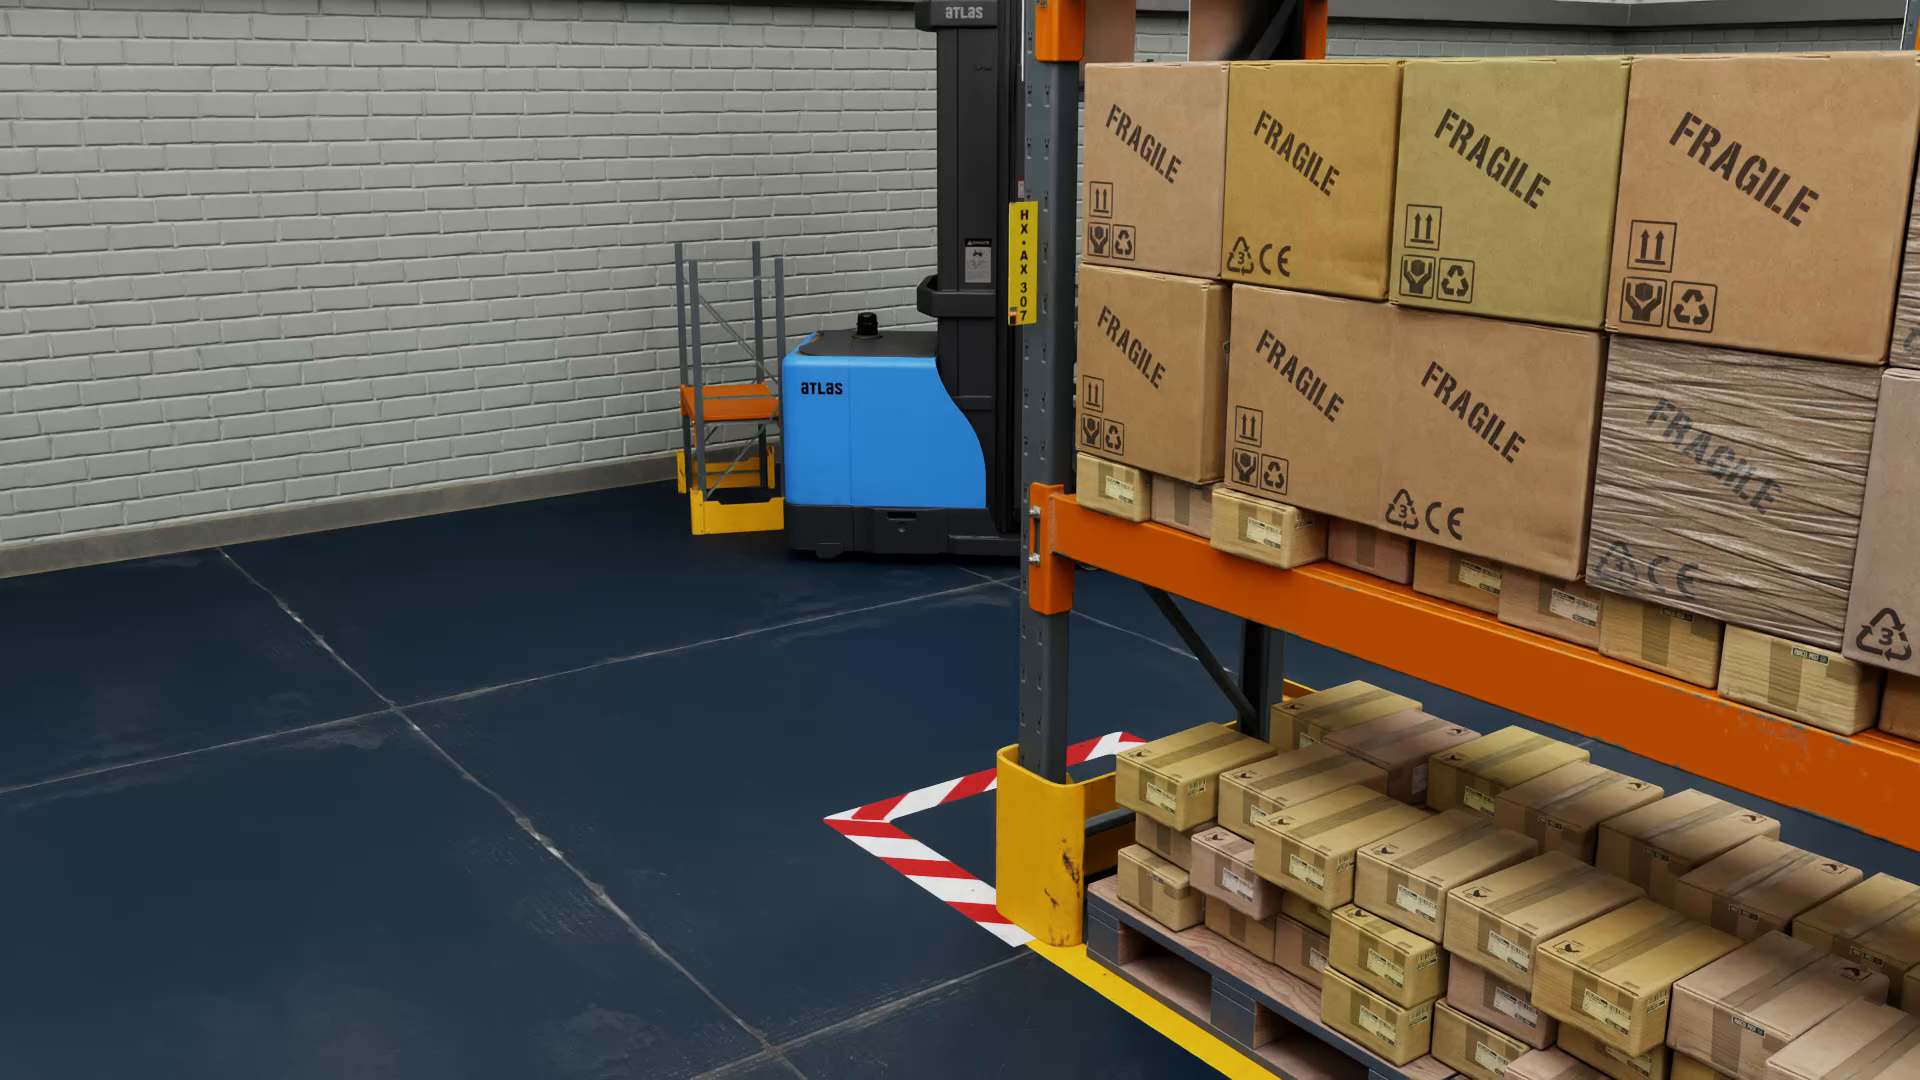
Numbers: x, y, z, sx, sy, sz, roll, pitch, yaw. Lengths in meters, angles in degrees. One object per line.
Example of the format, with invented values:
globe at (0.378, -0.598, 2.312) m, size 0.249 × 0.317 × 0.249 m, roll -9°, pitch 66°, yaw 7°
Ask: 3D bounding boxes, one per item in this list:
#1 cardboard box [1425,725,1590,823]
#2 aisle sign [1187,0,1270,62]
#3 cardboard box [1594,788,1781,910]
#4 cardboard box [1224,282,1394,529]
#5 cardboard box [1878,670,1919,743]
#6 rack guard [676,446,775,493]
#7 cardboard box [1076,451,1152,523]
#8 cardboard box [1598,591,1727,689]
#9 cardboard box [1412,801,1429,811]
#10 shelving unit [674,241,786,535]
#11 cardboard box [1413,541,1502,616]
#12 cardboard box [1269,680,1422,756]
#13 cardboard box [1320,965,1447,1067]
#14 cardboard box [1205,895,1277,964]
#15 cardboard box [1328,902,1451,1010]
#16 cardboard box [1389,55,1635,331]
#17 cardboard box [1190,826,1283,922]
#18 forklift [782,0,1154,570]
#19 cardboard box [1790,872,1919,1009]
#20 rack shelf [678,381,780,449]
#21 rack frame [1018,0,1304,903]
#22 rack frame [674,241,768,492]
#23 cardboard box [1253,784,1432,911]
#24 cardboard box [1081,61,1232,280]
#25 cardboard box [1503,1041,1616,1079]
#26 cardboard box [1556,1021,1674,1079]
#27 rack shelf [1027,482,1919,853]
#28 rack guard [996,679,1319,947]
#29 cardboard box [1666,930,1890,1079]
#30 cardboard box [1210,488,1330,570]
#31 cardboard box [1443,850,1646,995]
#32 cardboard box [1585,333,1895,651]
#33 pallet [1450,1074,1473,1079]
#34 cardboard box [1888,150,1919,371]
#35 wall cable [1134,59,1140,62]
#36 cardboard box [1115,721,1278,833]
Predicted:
cardboard box at (1.484, 0.647, 4.506) m, size 0.380 × 0.149 × 0.250 m, roll -11°, pitch 19°, yaw -36°
aisle sign at (0.811, -1.726, 4.776) m, size 0.394 × 0.787 × 0.004 m, roll -11°, pitch 19°, yaw -35°
cardboard box at (1.788, 0.761, 4.090) m, size 0.380 × 0.149 × 0.250 m, roll -10°, pitch 18°, yaw -33°
cardboard box at (0.987, -0.353, 3.929) m, size 0.500 × 0.500 × 0.500 m, roll -11°, pitch 19°, yaw -34°
cardboard box at (1.835, 0.261, 2.915) m, size 0.380 × 0.149 × 0.250 m, roll -11°, pitch 19°, yaw -35°
rack guard at (-1.433, -0.433, 10.183) m, size 0.587 × 0.250 × 0.087 m, roll -4°, pitch 16°, yaw -13°
cardboard box at (0.536, -0.169, 4.486) m, size 0.380 × 0.149 × 0.250 m, roll -11°, pitch 19°, yaw -35°
cardboard box at (1.495, 0.156, 3.298) m, size 0.380 × 0.149 × 0.250 m, roll -10°, pitch 18°, yaw -33°
cardboard box at (1.262, 0.752, 4.689) m, size 0.380 × 0.149 × 0.250 m, roll -11°, pitch 19°, yaw -36°
shelving unit at (-1.316, -0.908, 9.551) m, size 0.587 × 1.500 × 1.083 m, roll -4°, pitch 16°, yaw -13°
cardboard box at (1.237, 0.041, 3.721) m, size 0.380 × 0.149 × 0.250 m, roll -11°, pitch 19°, yaw -35°
cardboard box at (1.127, 0.549, 4.865) m, size 0.380 × 0.149 × 0.250 m, roll -11°, pitch 19°, yaw -34°
cardboard box at (1.093, 1.091, 4.013) m, size 0.380 × 0.149 × 0.250 m, roll -11°, pitch 19°, yaw -34°
cardboard box at (0.880, 0.967, 4.465) m, size 0.380 × 0.149 × 0.250 m, roll -11°, pitch 19°, yaw -35°
cardboard box at (1.105, 0.948, 3.971) m, size 0.380 × 0.149 × 0.250 m, roll -10°, pitch 18°, yaw -33°
cardboard box at (1.250, -0.726, 3.398) m, size 0.500 × 0.500 × 0.500 m, roll -11°, pitch 19°, yaw -36°
cardboard box at (0.827, 0.838, 4.374) m, size 0.380 × 0.149 × 0.250 m, roll -11°, pitch 19°, yaw -35°
forklift at (0.622, -1.401, 8.644) m, size 3.031 × 2.935 × 1.130 m, roll 1°, pitch 15°, yaw 4°
cardboard box at (2.030, 0.886, 3.634) m, size 0.380 × 0.149 × 0.250 m, roll -11°, pitch 19°, yaw -34°
rack shelf at (-1.314, -0.732, 9.590) m, size 0.538 × 0.185 × 1.000 m, roll -4°, pitch 16°, yaw -13°
rack frame at (0.611, -0.410, 4.892) m, size 1.000 × 3.000 × 0.127 m, roll -11°, pitch 19°, yaw -35°
rack frame at (-1.433, -1.036, 10.019) m, size 0.500 × 1.500 × 0.032 m, roll -4°, pitch 16°, yaw -13°
cardboard box at (0.948, 0.754, 4.117) m, size 0.380 × 0.149 × 0.250 m, roll -11°, pitch 19°, yaw -35°
cardboard box at (0.660, -0.947, 4.207) m, size 0.500 × 0.500 × 0.500 m, roll -11°, pitch 19°, yaw -35°
cardboard box at (1.397, 1.197, 3.625) m, size 0.380 × 0.149 × 0.250 m, roll -12°, pitch 19°, yaw -37°
cardboard box at (1.531, 1.042, 3.630) m, size 0.380 × 0.149 × 0.250 m, roll -10°, pitch 18°, yaw -32°
rack shelf at (1.787, 0.364, 3.426) m, size 1.077 × 0.370 × 4.000 m, roll -11°, pitch 19°, yaw -35°
rack guard at (0.656, 0.812, 5.163) m, size 1.175 × 0.500 × 0.348 m, roll -11°, pitch 19°, yaw -35°
cardboard box at (1.659, 0.957, 3.375) m, size 0.380 × 0.149 × 0.250 m, roll -11°, pitch 19°, yaw -34°
cardboard box at (0.834, -0.055, 4.071) m, size 0.380 × 0.149 × 0.250 m, roll -12°, pitch 19°, yaw -36°
cardboard box at (1.316, 0.855, 3.748) m, size 0.380 × 0.149 × 0.250 m, roll -10°, pitch 18°, yaw -32°
cardboard box at (1.569, -0.138, 3.146) m, size 0.500 × 0.500 × 0.500 m, roll -11°, pitch 19°, yaw -36°
pallet at (1.818, 1.391, 3.596) m, size 1.003 × 0.211 × 1.213 m, roll -11°, pitch 19°, yaw -35°
cardboard box at (1.870, -0.509, 2.608) m, size 0.500 × 0.500 × 0.500 m, roll -10°, pitch 18°, yaw -33°
wall cable at (1.221, -2.905, 12.026) m, size 0.585 × 1.953 × 0.123 m, roll -11°, pitch 19°, yaw -35°
cardboard box at (0.644, 0.640, 4.533) m, size 0.380 × 0.149 × 0.250 m, roll -12°, pitch 19°, yaw -37°
